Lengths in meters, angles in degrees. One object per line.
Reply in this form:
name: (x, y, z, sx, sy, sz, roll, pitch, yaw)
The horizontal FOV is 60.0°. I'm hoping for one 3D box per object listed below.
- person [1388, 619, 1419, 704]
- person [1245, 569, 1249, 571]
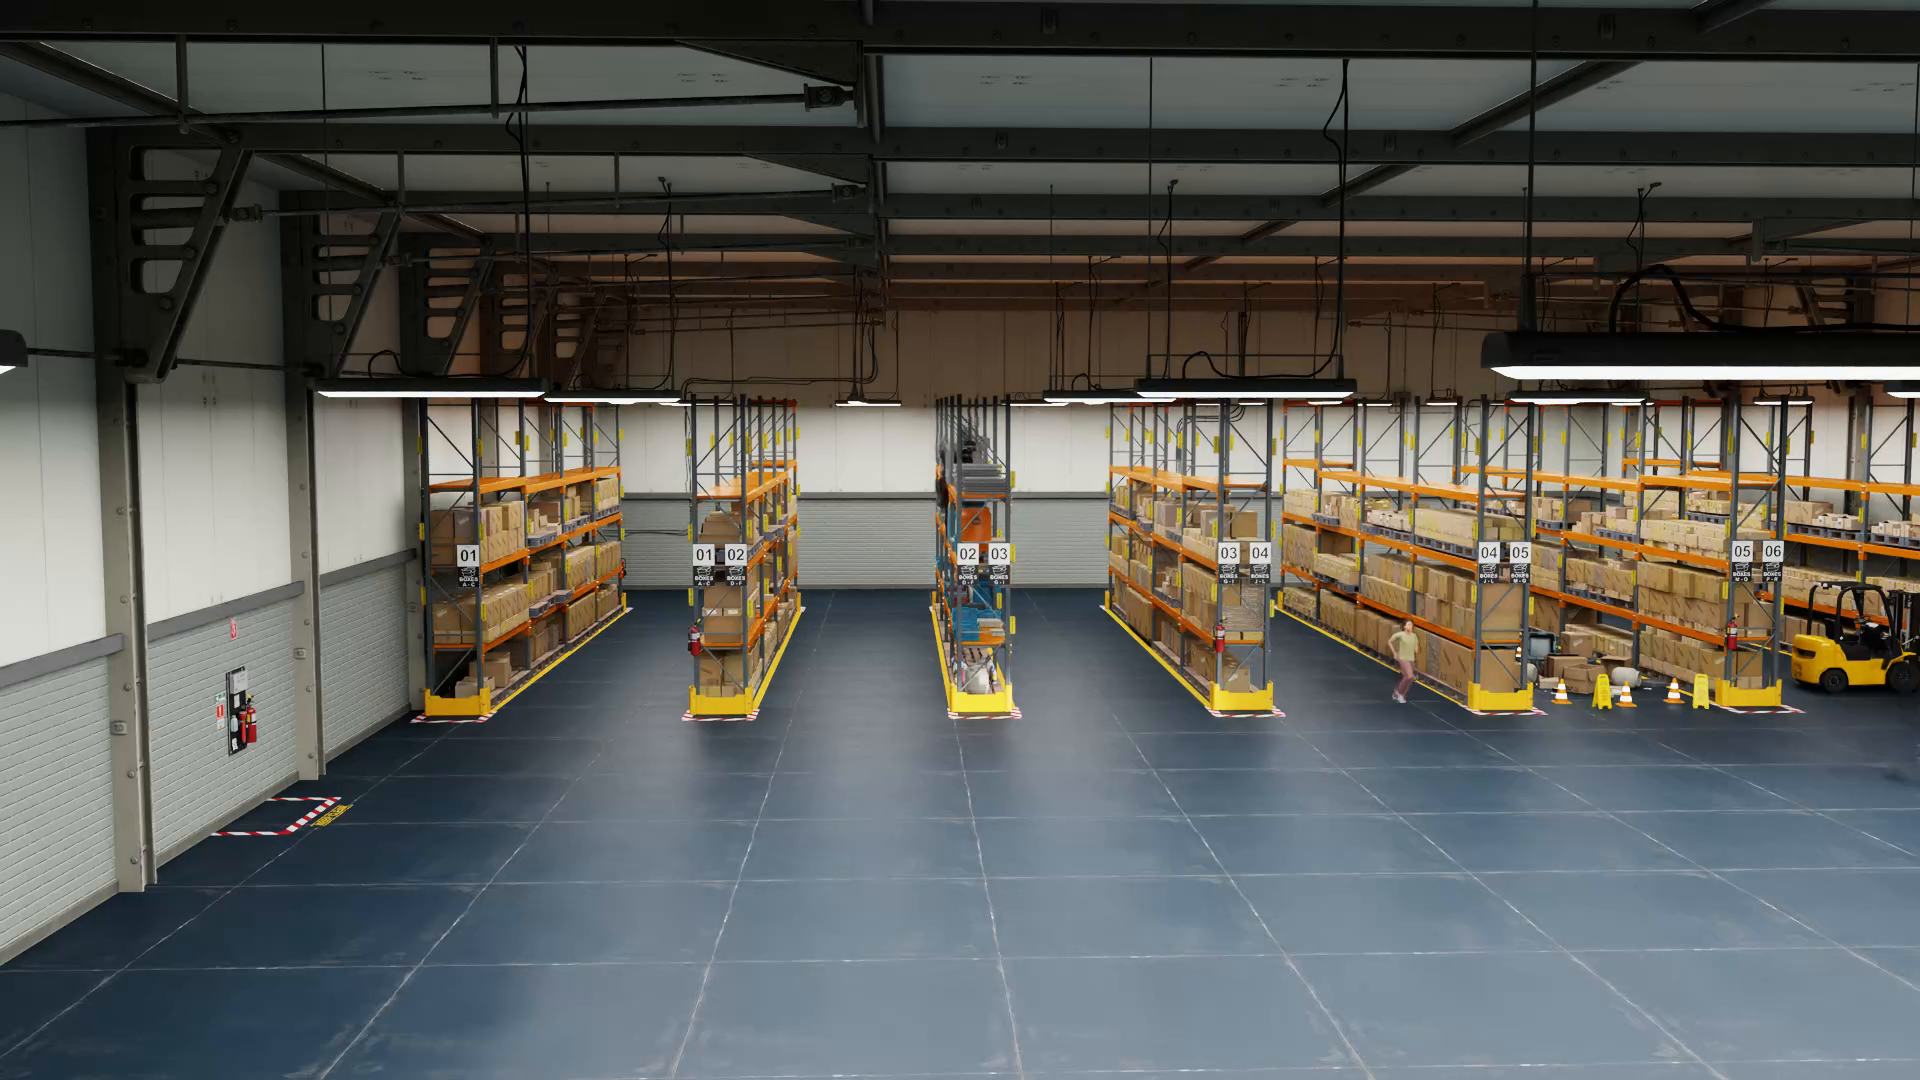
person: (8.670, 2.351, 32.317, 0.550, 1.648, 0.631, -2, 5, -23)
person: (7.925, 1.174, 46.956, 0.711, 1.793, 0.636, 2, 5, 28)
